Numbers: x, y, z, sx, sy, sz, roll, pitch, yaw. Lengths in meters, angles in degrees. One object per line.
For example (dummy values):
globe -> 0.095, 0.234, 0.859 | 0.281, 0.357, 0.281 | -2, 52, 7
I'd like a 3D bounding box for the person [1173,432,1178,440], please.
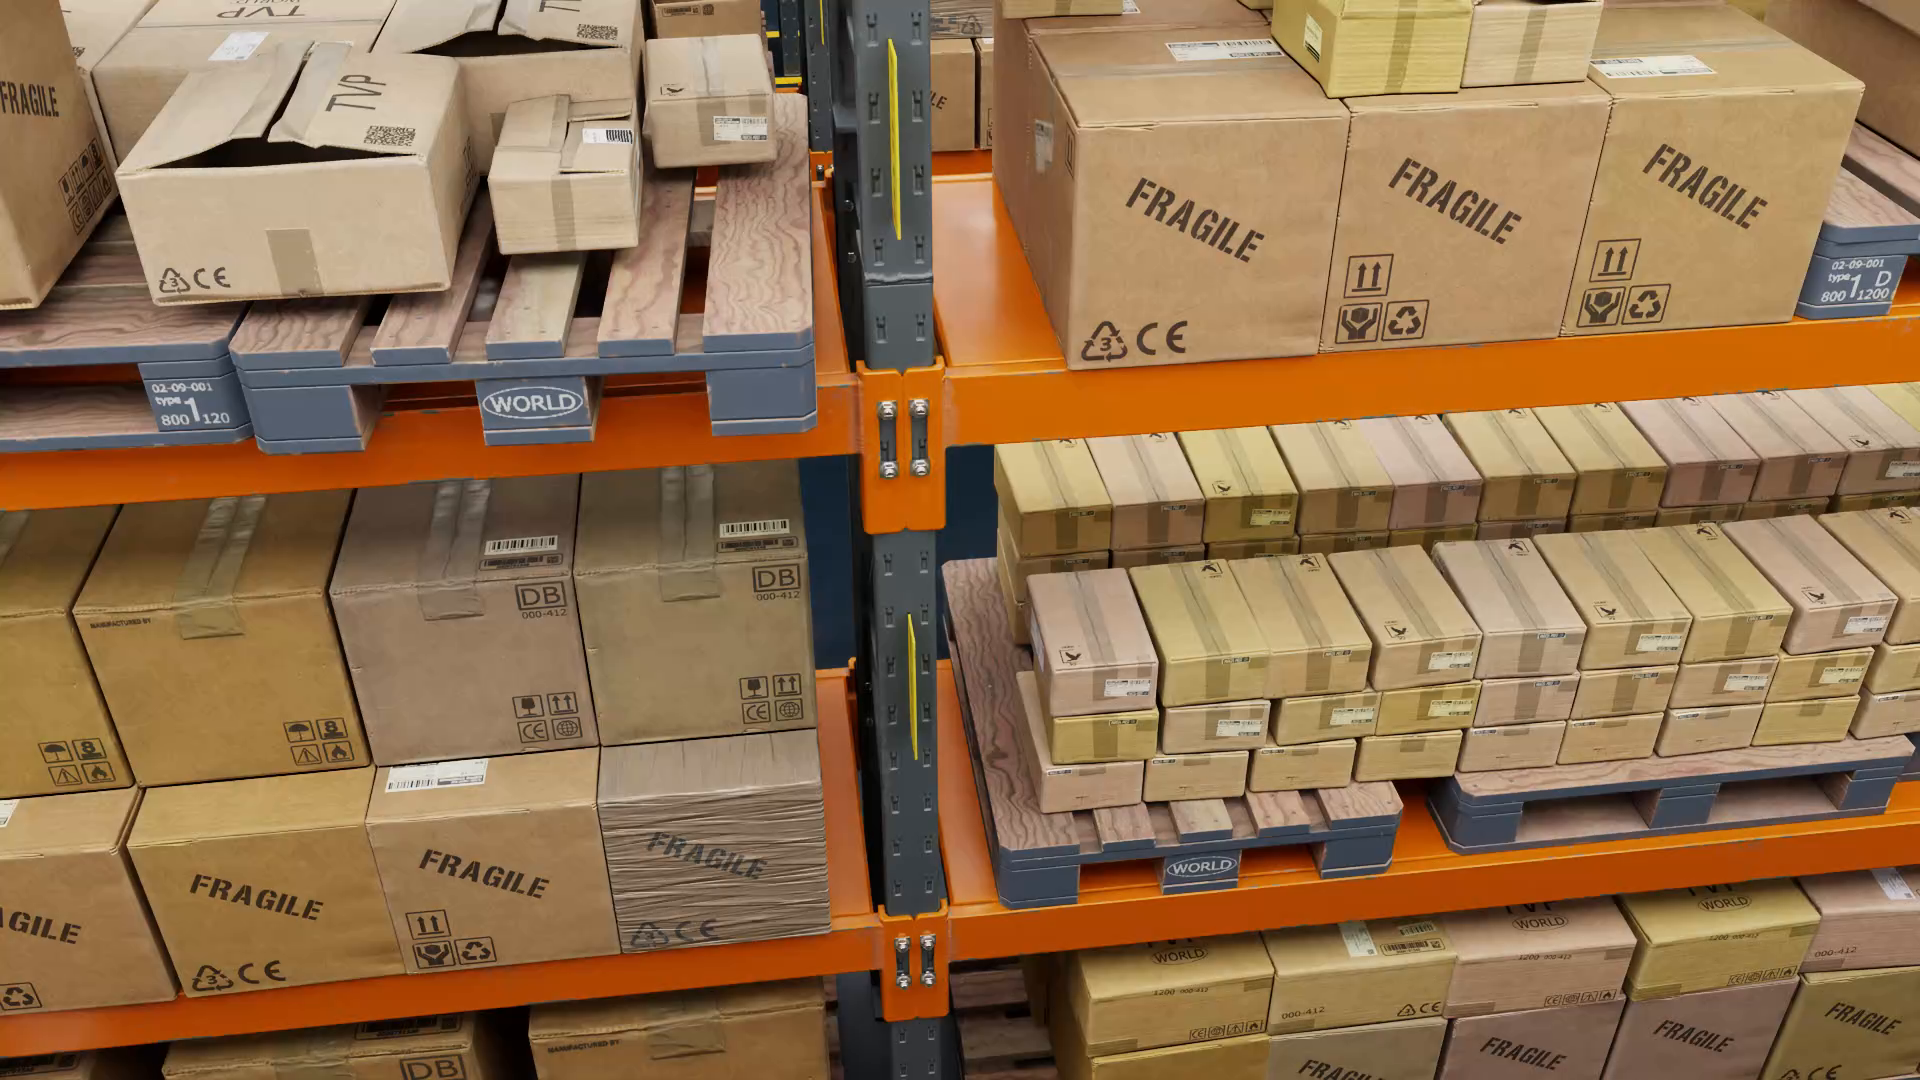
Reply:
person -> 0.816, -0.325, 6.603 | 0.706, 1.702, 0.539 | -1, 35, -2
